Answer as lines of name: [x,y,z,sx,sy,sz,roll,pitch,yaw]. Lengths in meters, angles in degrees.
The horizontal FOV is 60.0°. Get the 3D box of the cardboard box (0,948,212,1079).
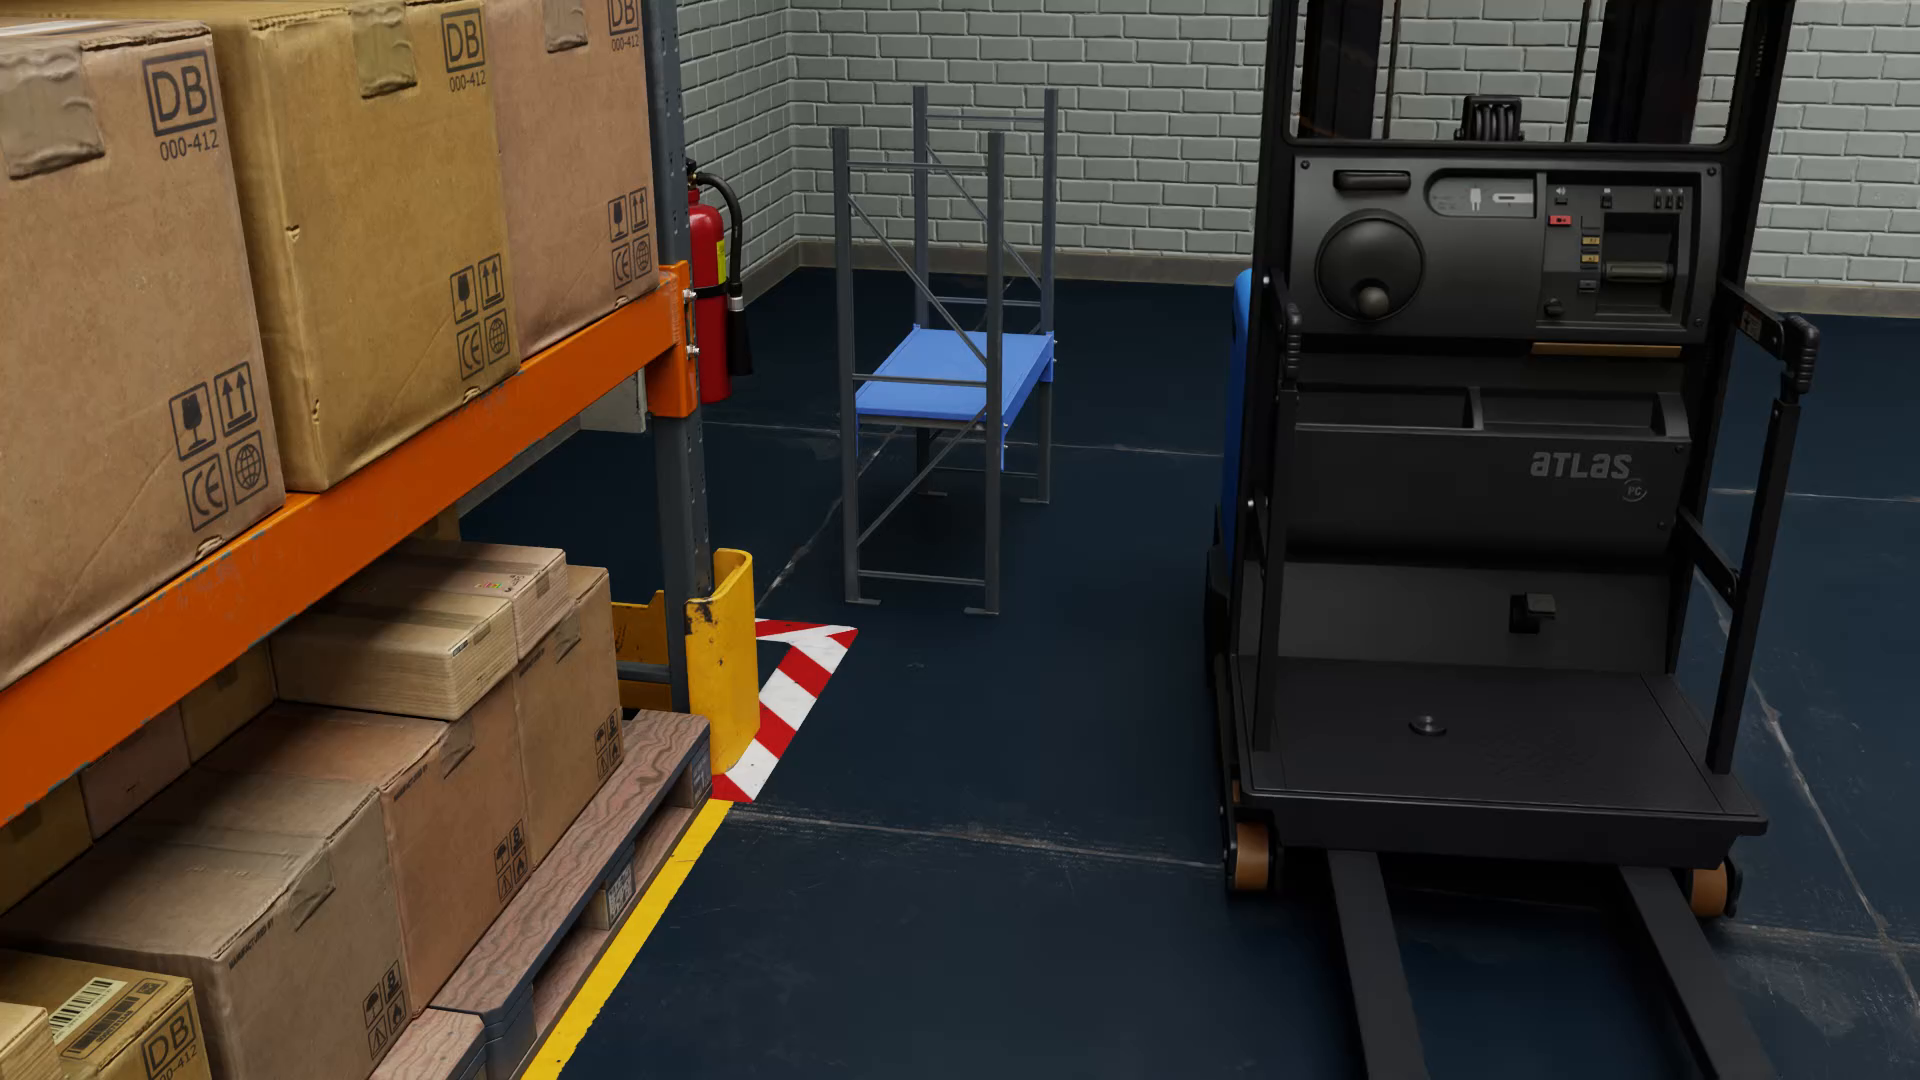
cardboard box: [-1.500,0.921,2.336,0.700,0.500,0.500,5,22,12]

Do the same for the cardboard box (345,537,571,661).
cardboard box: [-1.043,0.118,3.461,0.380,0.149,0.250,4,22,10]

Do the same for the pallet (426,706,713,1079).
pallet: [-1.236,0.722,3.779,1.003,0.211,1.213,4,22,11]

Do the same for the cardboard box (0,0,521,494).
cardboard box: [-1.382,-0.555,2.815,0.980,0.700,0.700,4,22,10]

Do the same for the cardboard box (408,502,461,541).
cardboard box: [-1.365,-0.004,3.763,0.380,0.149,0.250,5,22,11]

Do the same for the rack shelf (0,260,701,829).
rack shelf: [-1.558,0.195,2.317,1.077,0.370,4.000,4,22,11]

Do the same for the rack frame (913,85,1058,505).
rack frame: [0.086,-0.850,5.958,0.500,1.500,0.032,4,22,11]

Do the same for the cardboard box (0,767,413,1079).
cardboard box: [-1.399,0.725,2.822,0.700,0.500,0.500,4,22,9]

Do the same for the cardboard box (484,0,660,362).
cardboard box: [-1.244,-0.822,3.478,0.980,0.700,0.700,5,23,13]

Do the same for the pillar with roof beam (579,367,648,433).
pillar with roof beam: [2.769,-4.378,4.679,9.100,9.000,0.400,4,22,11]

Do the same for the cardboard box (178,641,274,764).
cardboard box: [-1.519,0.273,3.076,0.380,0.149,0.250,5,22,11]

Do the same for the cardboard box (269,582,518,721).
cardboard box: [-1.094,0.212,3.228,0.380,0.149,0.250,5,22,12]

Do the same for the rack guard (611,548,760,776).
rack guard: [-1.145,0.281,4.488,1.175,0.500,0.348,4,22,11]

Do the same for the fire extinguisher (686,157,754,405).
fire extinguisher: [-0.667,-0.681,4.133,0.296,0.674,0.183,4,22,11]

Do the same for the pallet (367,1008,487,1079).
pallet: [-1.488,1.167,2.675,1.003,0.211,1.213,4,22,11]

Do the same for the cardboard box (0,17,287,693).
cardboard box: [-1.546,-0.277,2.125,0.980,0.700,0.700,3,22,8]

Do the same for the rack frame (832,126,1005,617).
rack frame: [-0.121,-0.479,5.034,0.500,1.500,0.032,4,22,11]

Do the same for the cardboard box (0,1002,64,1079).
cardboard box: [-1.358,0.689,2.044,0.380,0.149,0.250,4,22,9]

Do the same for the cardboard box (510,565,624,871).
cardboard box: [-1.195,0.358,3.733,0.700,0.500,0.500,4,22,11]

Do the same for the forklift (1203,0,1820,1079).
forklift: [1.193,-0.642,3.524,1.130,2.935,3.031,2,22,5]

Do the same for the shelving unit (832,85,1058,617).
shelving unit: [-0.017,-0.665,5.496,0.538,1.500,1.048,4,22,11]

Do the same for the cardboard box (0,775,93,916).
cardboard box: [-1.622,0.460,2.611,0.380,0.149,0.250,5,22,11]

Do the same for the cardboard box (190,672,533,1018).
cardboard box: [-1.297,0.541,3.279,0.700,0.500,0.500,4,22,11]

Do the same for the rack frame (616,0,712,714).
rack frame: [-1.150,-0.870,3.999,1.000,3.000,0.127,4,22,11]

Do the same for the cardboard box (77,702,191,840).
cardboard box: [-1.570,0.366,2.845,0.380,0.149,0.250,5,22,12]

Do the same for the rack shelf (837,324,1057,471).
rack shelf: [-0.017,-0.498,5.563,0.538,0.185,1.000,4,22,11]

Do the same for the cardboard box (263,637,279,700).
cardboard box: [-1.468,0.182,3.303,0.380,0.149,0.250,5,22,11]
